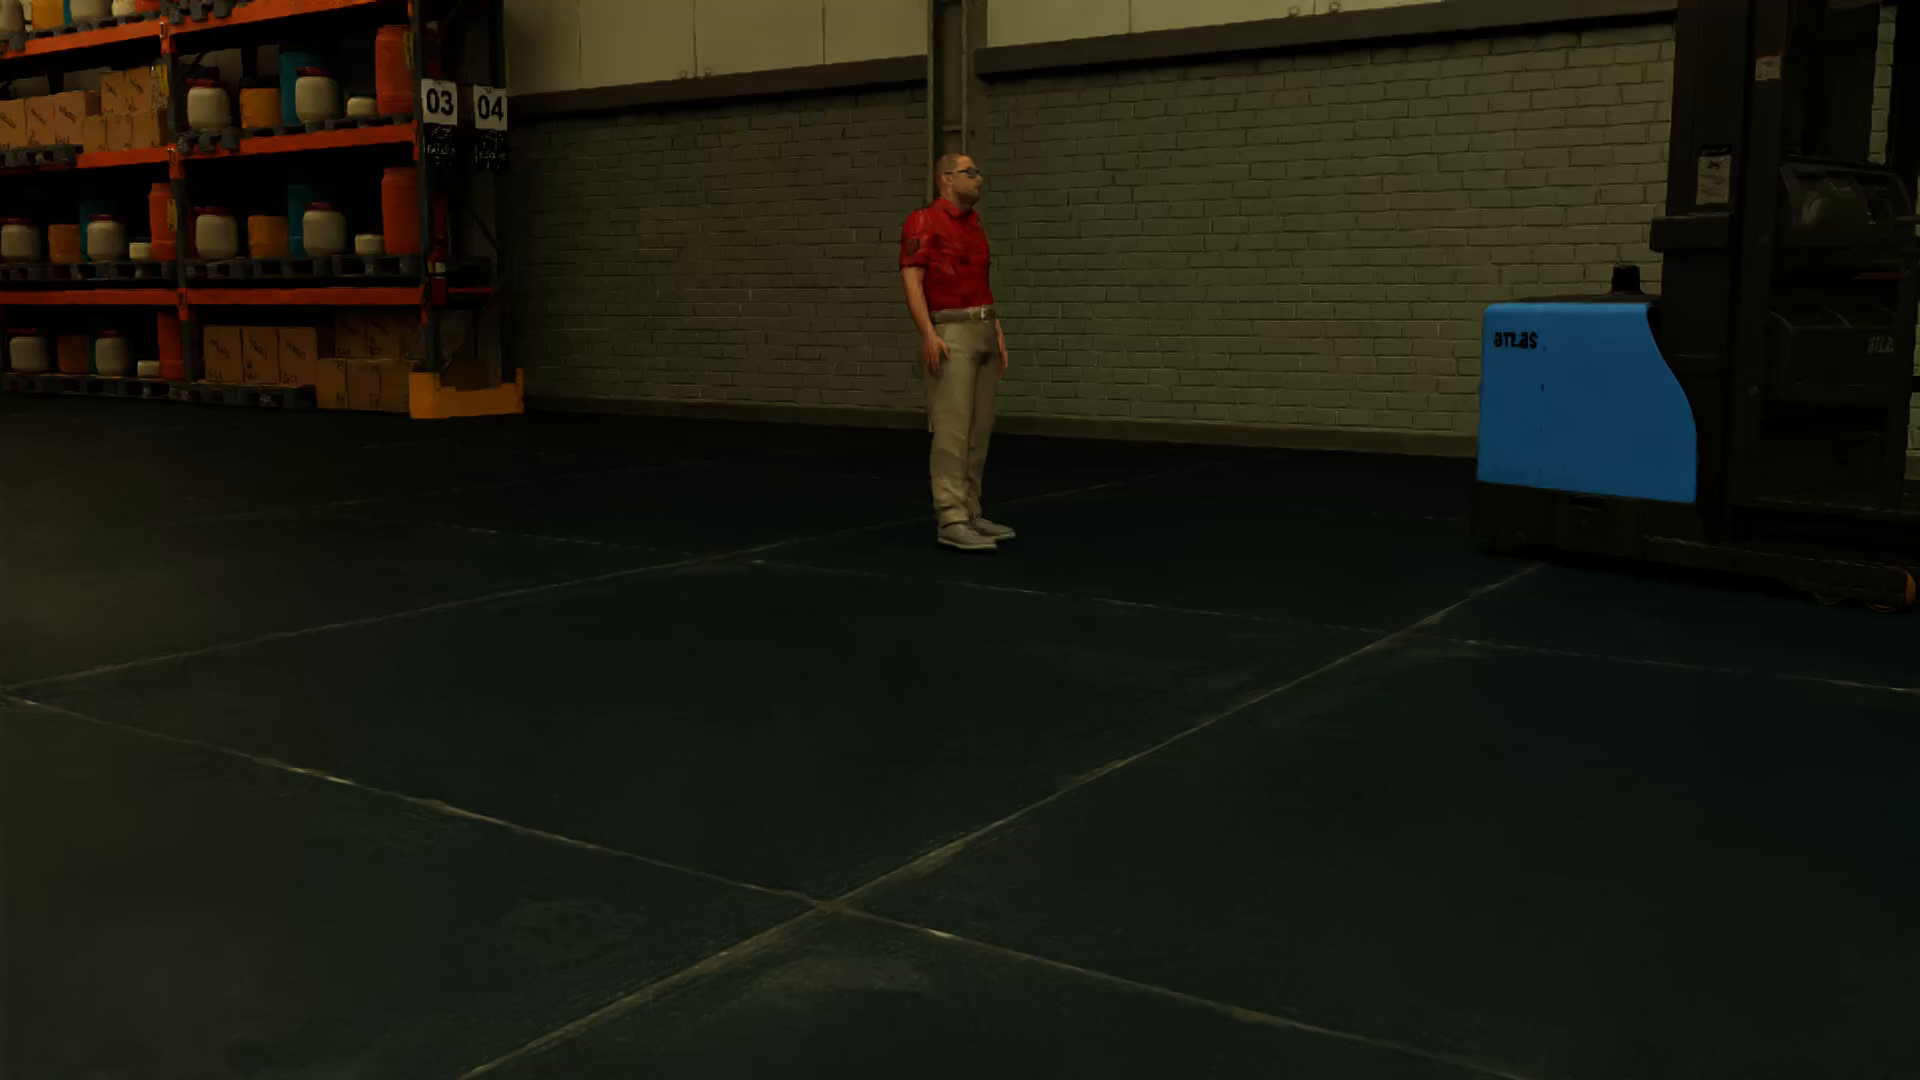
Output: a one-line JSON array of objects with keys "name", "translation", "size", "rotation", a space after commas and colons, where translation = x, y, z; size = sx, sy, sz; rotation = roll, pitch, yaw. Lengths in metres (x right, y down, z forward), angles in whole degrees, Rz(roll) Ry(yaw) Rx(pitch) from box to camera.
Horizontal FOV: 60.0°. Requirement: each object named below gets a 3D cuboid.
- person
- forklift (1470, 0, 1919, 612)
[{"name": "person", "translation": [0.068, -0.855, 7.421], "size": [0.550, 1.726, 0.640], "rotation": [5, 10, 34]}, {"name": "forklift", "translation": [3.496, -1.274, 6.154], "size": [1.130, 2.935, 3.031], "rotation": [-6, 10, -36]}]
